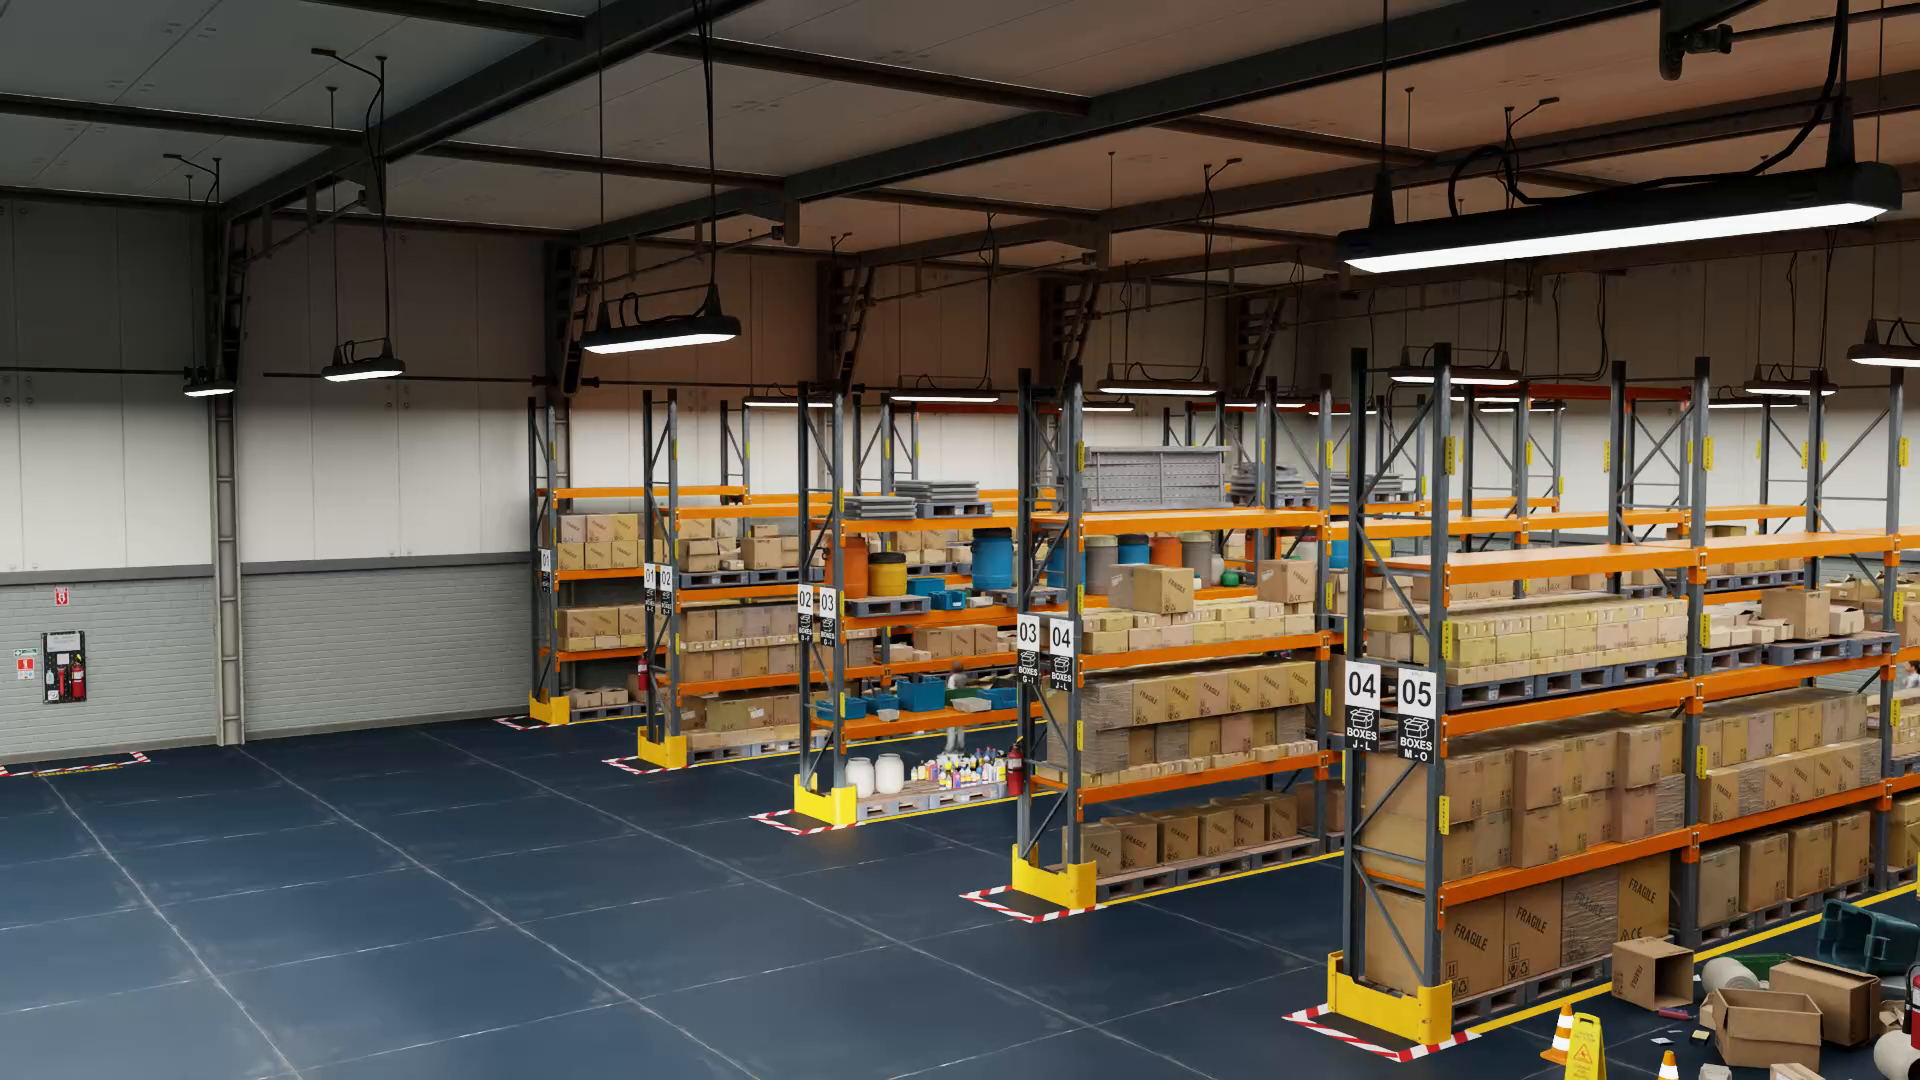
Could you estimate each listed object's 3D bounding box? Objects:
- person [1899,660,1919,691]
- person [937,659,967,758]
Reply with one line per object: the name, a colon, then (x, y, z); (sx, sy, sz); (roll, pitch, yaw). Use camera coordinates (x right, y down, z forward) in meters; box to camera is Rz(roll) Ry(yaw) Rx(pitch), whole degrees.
person: (15.544, 2.692, 27.210); (0.490, 1.559, 0.849); (-3, 4, -40)
person: (-0.112, 2.758, 27.248); (0.363, 1.607, 0.484); (2, 4, 33)
